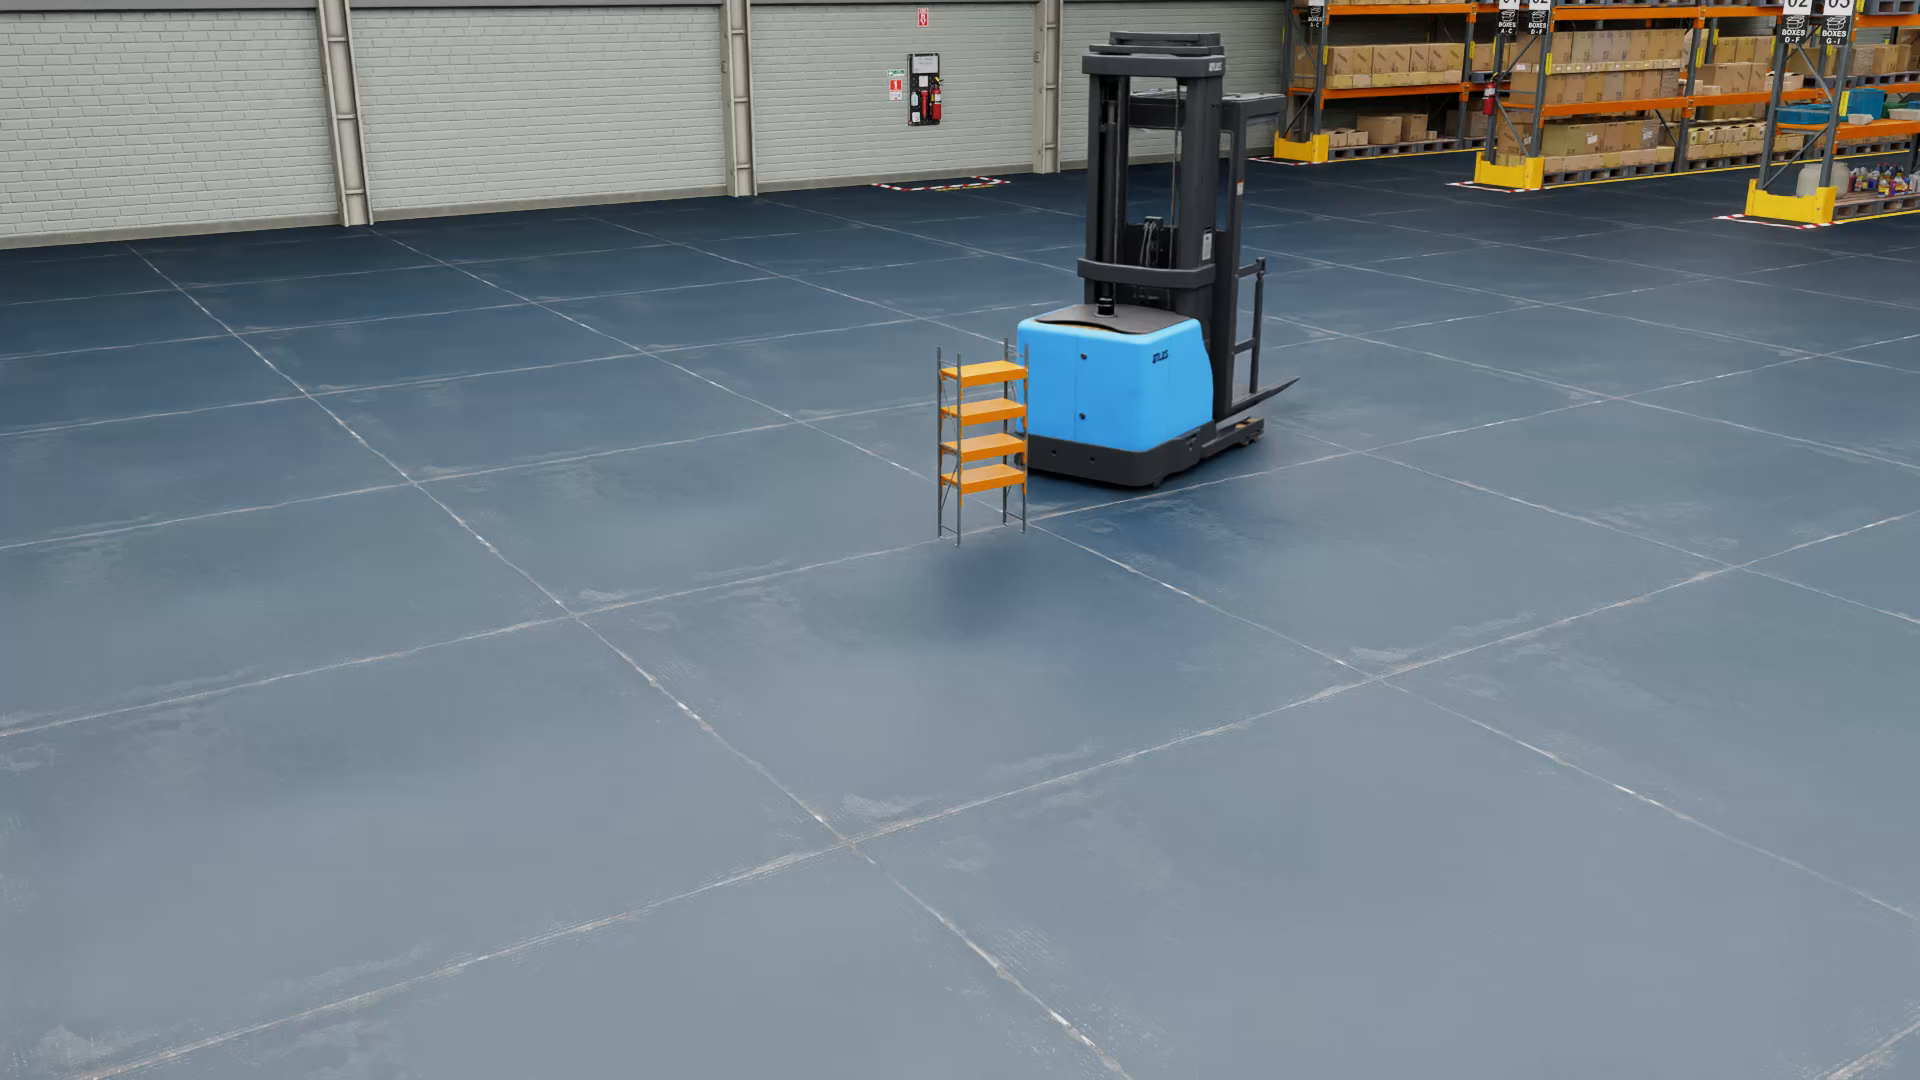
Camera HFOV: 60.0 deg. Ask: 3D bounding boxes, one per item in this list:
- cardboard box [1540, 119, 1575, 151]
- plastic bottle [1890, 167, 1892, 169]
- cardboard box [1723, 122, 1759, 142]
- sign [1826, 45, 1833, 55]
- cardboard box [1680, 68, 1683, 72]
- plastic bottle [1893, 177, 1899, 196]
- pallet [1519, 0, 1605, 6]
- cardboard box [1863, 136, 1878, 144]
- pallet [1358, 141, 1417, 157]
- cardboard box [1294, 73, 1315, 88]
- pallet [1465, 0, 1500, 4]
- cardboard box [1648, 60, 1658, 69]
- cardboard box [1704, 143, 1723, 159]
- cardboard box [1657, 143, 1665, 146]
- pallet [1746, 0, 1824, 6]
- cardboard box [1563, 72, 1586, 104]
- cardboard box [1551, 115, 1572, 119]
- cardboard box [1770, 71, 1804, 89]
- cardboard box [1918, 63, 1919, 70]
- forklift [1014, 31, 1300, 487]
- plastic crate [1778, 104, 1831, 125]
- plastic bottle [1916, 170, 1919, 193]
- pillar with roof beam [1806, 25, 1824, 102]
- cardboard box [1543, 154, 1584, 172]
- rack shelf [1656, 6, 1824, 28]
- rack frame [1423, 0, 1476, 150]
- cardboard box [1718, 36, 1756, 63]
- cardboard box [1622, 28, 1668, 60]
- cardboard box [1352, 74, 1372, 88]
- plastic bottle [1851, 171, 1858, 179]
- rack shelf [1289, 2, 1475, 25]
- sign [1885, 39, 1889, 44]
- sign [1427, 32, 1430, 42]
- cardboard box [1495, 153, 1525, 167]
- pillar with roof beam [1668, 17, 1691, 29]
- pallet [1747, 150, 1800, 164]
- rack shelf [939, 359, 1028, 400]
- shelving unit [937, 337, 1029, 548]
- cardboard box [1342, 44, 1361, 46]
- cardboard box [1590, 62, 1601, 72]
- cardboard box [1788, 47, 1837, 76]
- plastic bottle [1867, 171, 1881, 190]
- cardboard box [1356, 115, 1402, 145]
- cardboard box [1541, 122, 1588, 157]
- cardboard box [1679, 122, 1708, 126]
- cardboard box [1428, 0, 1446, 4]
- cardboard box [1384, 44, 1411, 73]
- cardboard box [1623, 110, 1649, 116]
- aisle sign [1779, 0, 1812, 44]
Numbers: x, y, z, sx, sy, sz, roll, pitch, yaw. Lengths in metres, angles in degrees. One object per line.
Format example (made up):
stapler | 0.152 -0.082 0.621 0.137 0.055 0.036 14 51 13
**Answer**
cardboard box | 10.275 -6.963 28.625 0.500 0.500 0.500 -12 22 -31
plastic bottle | 14.463 -5.652 25.844 0.135 0.276 0.152 -11 22 -29
cardboard box | 14.270 -7.502 30.512 0.500 0.311 0.500 -11 22 -30
sign | 16.153 -9.167 30.870 0.005 0.325 0.100 -12 22 -31
cardboard box | 15.704 -10.404 36.698 0.250 0.149 0.380 -12 22 -31
plastic bottle | 13.857 -5.244 24.647 0.097 0.271 0.097 0 19 0
pallet | 9.769 -8.854 27.207 1.213 0.211 1.003 -12 22 -31
cardboard box | 17.671 -8.069 32.644 0.500 0.500 0.500 -13 23 -33
pallet | 8.216 -7.722 32.755 1.213 0.211 1.003 -12 22 -31
cardboard box | 6.720 -8.755 31.660 0.500 0.250 0.500 -12 22 -31
pallet | 10.351 -10.799 33.113 1.003 0.211 1.213 -12 22 -31
cardboard box | 11.751 -8.175 28.575 0.250 0.149 0.380 -12 22 -32
cardboard box | 13.405 -7.053 30.061 0.500 0.250 0.500 -11 22 -30
cardboard box | 12.691 -7.109 30.227 0.500 0.250 0.500 -12 22 -32
pallet | 15.328 -9.955 30.619 1.003 0.211 1.213 -11 21 -29
cardboard box | 9.997 -7.578 27.819 0.500 0.500 0.700 -11 22 -30
cardboard box | 12.545 -8.975 35.324 0.500 0.500 0.700 -12 22 -31
cardboard box | 15.517 -8.672 31.352 0.500 0.311 0.500 -10 21 -28
cardboard box | 19.761 -9.536 33.611 0.500 0.500 0.500 -11 22 -30
forklift | 1.621 -2.158 12.050 1.130 2.935 3.031 12 22 32
plastic crate | 12.138 -6.130 23.925 0.616 0.251 0.499 -12 22 -31
plastic bottle | 14.416 -5.409 25.010 0.185 0.351 0.144 -12 22 -32
pillar with roof beam | 23.946 -13.898 37.303 0.400 9.000 9.100 -12 22 -31
cardboard box | 10.150 -6.378 28.065 0.500 0.250 0.500 -12 22 -31
rack shelf | 14.175 -9.495 30.086 4.000 0.370 1.077 -12 22 -31
rack frame | 9.777 -9.387 33.326 0.127 3.000 1.000 -12 22 -31
cardboard box | 17.533 -11.156 38.092 0.700 0.700 0.980 -13 22 -33
cardboard box | 11.716 -8.555 28.685 0.500 0.500 0.700 -12 22 -32
cardboard box | 7.444 -8.717 31.548 0.500 0.250 0.500 -13 22 -33
plastic bottle | 13.519 -5.453 25.255 0.135 0.276 0.152 -13 22 -33
rack shelf | 8.107 -10.115 31.919 4.000 0.370 1.077 -12 22 -31
sign | 18.881 -10.025 33.864 0.005 0.325 0.100 -12 22 -31
sign | 9.469 -10.083 33.578 0.005 0.325 0.100 -12 22 -31
cardboard box | 9.449 -6.428 28.211 0.500 0.250 0.500 -12 22 -31
pillar with roof beam | 18.935 -12.841 34.177 0.400 9.000 9.100 -12 22 -31
pallet | 15.136 -7.311 31.542 1.213 0.211 1.003 -12 22 -31
rack shelf | 0.138 -0.970 10.013 0.480 0.148 0.258 -12 22 -31
shelving unit | 0.138 -0.598 10.139 0.503 1.200 0.258 -12 22 -31
cardboard box | 7.568 -9.294 32.084 0.500 0.500 0.500 -13 22 -33
cardboard box | 10.471 -7.906 27.778 0.250 0.149 0.380 -13 23 -33
cardboard box | 16.309 -9.154 31.827 0.700 0.500 0.500 14 23 35
plastic bottle | 13.913 -5.480 25.338 0.135 0.276 0.152 -12 22 -31
cardboard box | 8.180 -8.020 32.501 0.500 0.500 0.700 -14 23 -35
cardboard box | 10.151 -6.733 27.943 0.500 0.500 0.500 -12 22 -31
cardboard box | 13.534 -7.553 30.664 0.500 0.311 0.500 -12 22 -32
cardboard box | 9.062 -10.624 32.115 0.500 0.500 0.500 -14 23 -36
cardboard box | 8.278 -9.247 31.946 0.500 0.500 0.500 -11 22 -30
cardboard box | 14.539 -9.519 36.418 0.750 0.750 0.750 -12 22 -32
aisle sign | 11.661 -7.330 23.185 0.004 0.787 0.394 -12 22 -31
